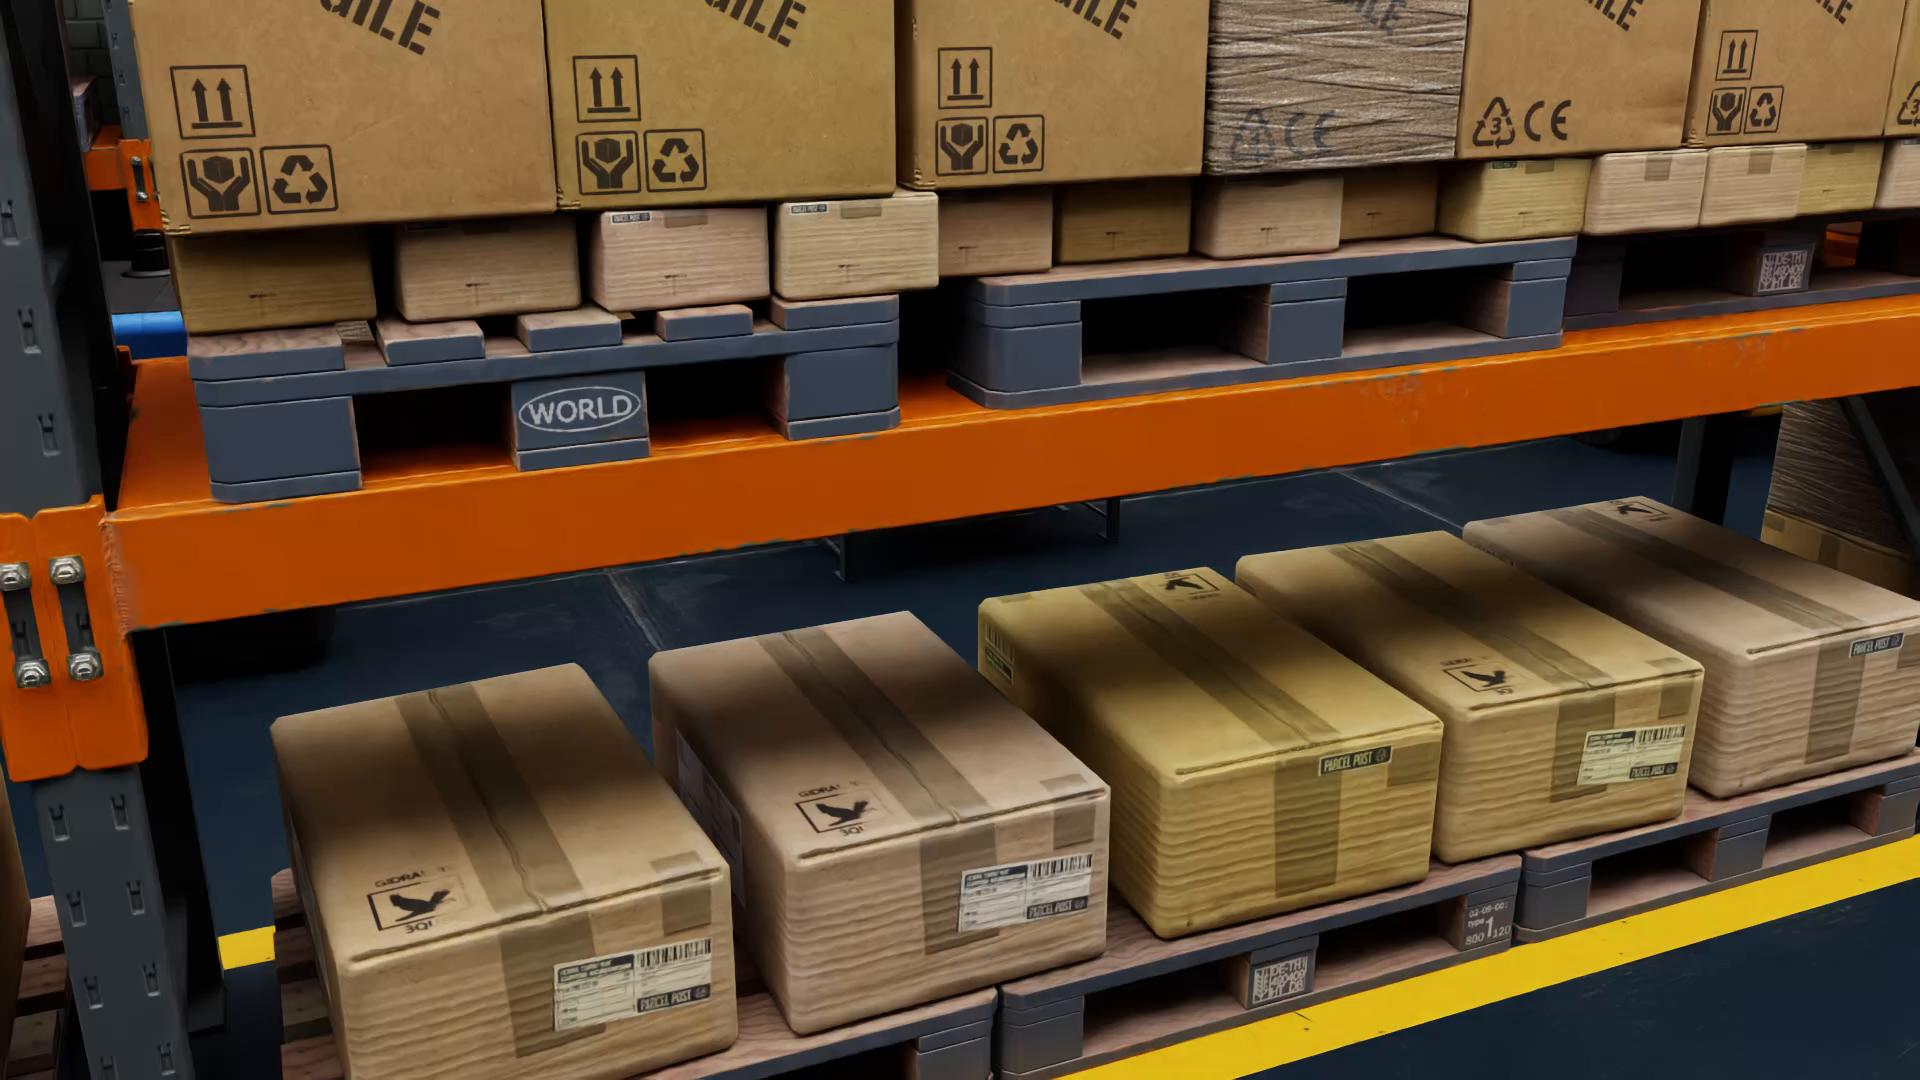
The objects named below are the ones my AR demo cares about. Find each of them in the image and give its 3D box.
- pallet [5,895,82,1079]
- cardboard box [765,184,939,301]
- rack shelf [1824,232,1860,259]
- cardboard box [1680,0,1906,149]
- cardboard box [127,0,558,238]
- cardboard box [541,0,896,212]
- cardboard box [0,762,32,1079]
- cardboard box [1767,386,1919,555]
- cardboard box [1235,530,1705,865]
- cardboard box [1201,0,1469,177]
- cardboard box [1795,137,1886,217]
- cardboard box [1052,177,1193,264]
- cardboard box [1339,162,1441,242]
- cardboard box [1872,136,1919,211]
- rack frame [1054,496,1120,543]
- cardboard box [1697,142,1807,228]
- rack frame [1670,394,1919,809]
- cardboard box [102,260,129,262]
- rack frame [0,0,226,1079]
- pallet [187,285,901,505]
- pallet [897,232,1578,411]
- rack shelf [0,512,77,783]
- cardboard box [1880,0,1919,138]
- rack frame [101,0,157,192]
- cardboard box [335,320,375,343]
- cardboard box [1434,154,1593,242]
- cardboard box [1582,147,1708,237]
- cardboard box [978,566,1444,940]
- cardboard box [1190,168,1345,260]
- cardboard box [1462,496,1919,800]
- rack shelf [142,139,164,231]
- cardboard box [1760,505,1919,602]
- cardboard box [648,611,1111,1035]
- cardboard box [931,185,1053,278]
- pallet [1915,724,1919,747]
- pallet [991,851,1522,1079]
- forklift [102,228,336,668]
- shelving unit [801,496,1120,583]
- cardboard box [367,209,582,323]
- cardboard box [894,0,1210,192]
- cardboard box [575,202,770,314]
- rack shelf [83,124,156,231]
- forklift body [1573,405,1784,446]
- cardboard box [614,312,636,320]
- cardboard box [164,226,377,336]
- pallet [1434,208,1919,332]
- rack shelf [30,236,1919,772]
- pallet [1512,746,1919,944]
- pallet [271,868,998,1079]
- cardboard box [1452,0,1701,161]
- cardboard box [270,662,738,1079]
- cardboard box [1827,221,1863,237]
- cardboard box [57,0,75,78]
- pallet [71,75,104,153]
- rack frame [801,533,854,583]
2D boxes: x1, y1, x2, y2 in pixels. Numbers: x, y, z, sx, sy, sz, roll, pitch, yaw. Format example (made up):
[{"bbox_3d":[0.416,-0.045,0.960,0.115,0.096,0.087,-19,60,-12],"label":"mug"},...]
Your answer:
[{"bbox_3d":[-2.149,1.041,2.747,1.213,0.211,1.003,-8,21,-22],"label":"pallet"},{"bbox_3d":[-0.220,-0.499,2.670,0.250,0.149,0.380,-8,21,-22],"label":"cardboard box"},{"bbox_3d":[4.114,-0.805,4.875,4.000,0.370,1.077,-8,21,-22],"label":"rack shelf"},{"bbox_3d":[1.490,-1.070,3.314,0.500,0.500,0.500,-8,21,-22],"label":"cardboard box"},{"bbox_3d":[-0.890,-0.729,2.345,0.500,0.500,0.500,-9,21,-23],"label":"cardboard box"},{"bbox_3d":[-0.415,-0.800,2.546,0.500,0.500,0.500,-7,21,-19],"label":"cardboard box"},{"bbox_3d":[-2.062,0.515,2.610,0.875,0.875,0.875,-8,21,-22],"label":"cardboard box"},{"bbox_3d":[2.715,-0.296,4.724,0.500,0.500,0.500,-8,21,-23],"label":"cardboard box"},{"bbox_3d":[1.138,0.326,3.905,0.625,0.372,0.950,-7,21,-19],"label":"cardboard box"},{"bbox_3d":[0.533,-0.935,2.930,0.500,0.500,0.500,-9,21,-24],"label":"cardboard box"},{"bbox_3d":[1.665,-0.779,3.465,0.250,0.149,0.380,-9,21,-24],"label":"cardboard box"},{"bbox_3d":[0.214,-0.604,2.967,0.250,0.149,0.380,-7,21,-20],"label":"cardboard box"},{"bbox_3d":[0.690,-0.676,3.170,0.250,0.149,0.380,-9,21,-24],"label":"cardboard box"},{"bbox_3d":[1.915,-0.809,3.549,0.250,0.149,0.380,-8,21,-21],"label":"cardboard box"},{"bbox_3d":[0.461,-0.597,6.023,0.032,1.125,0.500,-8,21,-22],"label":"rack frame"},{"bbox_3d":[1.443,-0.735,3.338,0.250,0.149,0.380,-9,21,-23],"label":"cardboard box"},{"bbox_3d":[2.278,-0.881,4.008,0.127,3.000,1.000,-8,21,-22],"label":"rack frame"},{"bbox_3d":[-3.863,-0.917,7.242,0.500,0.500,0.500,-7,21,-20],"label":"cardboard box"},{"bbox_3d":[-1.395,-0.355,2.513,0.127,3.000,1.000,-8,21,-22],"label":"rack frame"},{"bbox_3d":[-0.783,-0.391,2.904,1.003,0.211,1.213,-8,21,-22],"label":"pallet"},{"bbox_3d":[0.406,-0.537,3.320,1.213,0.211,1.003,-8,21,-22],"label":"pallet"},{"bbox_3d":[-3.232,0.248,1.886,4.000,0.370,1.077,-8,21,-22],"label":"rack shelf"},{"bbox_3d":[1.944,-1.136,3.501,0.500,0.500,0.500,-9,21,-23],"label":"cardboard box"},{"bbox_3d":[-3.365,-1.868,6.811,0.127,3.000,1.000,-8,21,-22],"label":"rack frame"},{"bbox_3d":[-2.787,-1.024,7.357,0.625,0.625,0.875,-7,21,-20],"label":"cardboard box"},{"bbox_3d":[0.972,-0.679,3.180,0.250,0.149,0.380,-8,21,-22],"label":"cardboard box"},{"bbox_3d":[1.210,-0.700,3.240,0.250,0.149,0.380,-8,21,-21],"label":"cardboard box"},{"bbox_3d":[0.501,0.418,3.644,0.625,0.372,0.950,-7,21,-20],"label":"cardboard box"},{"bbox_3d":[0.480,-0.618,3.008,0.250,0.149,0.380,-7,21,-20],"label":"cardboard box"},{"bbox_3d":[1.797,0.230,4.176,0.625,0.372,0.950,-8,21,-21],"label":"cardboard box"},{"bbox_3d":[-1.528,-1.792,7.678,4.000,0.370,1.077,-8,21,-22],"label":"rack shelf"},{"bbox_3d":[2.714,0.058,4.849,0.500,0.250,0.500,-7,21,-19],"label":"cardboard box"},{"bbox_3d":[-0.198,0.516,3.365,0.625,0.372,0.950,-9,21,-23],"label":"cardboard box"},{"bbox_3d":[-0.030,-0.555,2.827,0.250,0.149,0.380,-7,21,-19],"label":"cardboard box"},{"bbox_3d":[2.880,0.335,4.753,1.213,0.211,1.003,-8,21,-22],"label":"pallet"},{"bbox_3d":[0.442,0.699,3.719,1.213,0.211,1.003,-8,21,-22],"label":"pallet"},{"bbox_3d":[-3.464,-1.021,4.509,3.031,2.935,1.130,-6,20,-16],"label":"forklift"},{"bbox_3d":[-0.006,-0.530,5.833,1.048,1.125,0.538,-8,21,-22],"label":"shelving unit"},{"bbox_3d":[-0.750,-0.447,2.522,0.250,0.149,0.380,-10,22,-25],"label":"cardboard box"},{"bbox_3d":[0.070,-0.872,2.750,0.500,0.500,0.500,-8,21,-21],"label":"cardboard box"},{"bbox_3d":[-0.481,-0.469,2.585,0.250,0.149,0.380,-10,22,-25],"label":"cardboard box"},{"bbox_3d":[-5.201,-1.266,6.183,4.000,0.370,1.077,-8,21,-22],"label":"rack shelf"},{"bbox_3d":[2.962,-1.714,7.652,1.214,2.155,2.313,-8,21,-22],"label":"forklift body"},{"bbox_3d":[-1.572,-1.201,7.860,0.625,0.625,0.875,-9,21,-24],"label":"cardboard box"},{"bbox_3d":[-1.023,-0.421,2.446,0.250,0.149,0.380,-9,22,-25],"label":"cardboard box"},{"bbox_3d":[1.518,-0.734,3.880,1.213,0.211,1.003,-8,21,-22],"label":"pallet"},{"bbox_3d":[0.441,-0.279,3.380,4.000,0.370,1.077,-8,21,-22],"label":"rack shelf"},{"bbox_3d":[1.563,0.537,4.179,1.213,0.211,1.003,-8,21,-22],"label":"pallet"},{"bbox_3d":[-0.677,0.858,3.267,1.213,0.211,1.003,-8,21,-22],"label":"pallet"},{"bbox_3d":[1.013,-1.004,3.127,0.500,0.500,0.500,-7,21,-20],"label":"cardboard box"},{"bbox_3d":[-0.872,0.615,3.083,0.625,0.372,0.950,-10,22,-26],"label":"cardboard box"},{"bbox_3d":[2.452,-0.898,4.434,0.250,0.149,0.380,-8,21,-22],"label":"cardboard box"},{"bbox_3d":[-3.899,-2.093,6.668,0.500,0.500,0.500,-7,21,-19],"label":"cardboard box"},{"bbox_3d":[-3.959,-1.667,6.529,1.003,0.211,1.213,-8,21,-22],"label":"pallet"},{"bbox_3d":[-0.473,-0.463,5.643,0.032,1.125,0.500,-8,21,-22],"label":"rack frame"}]
